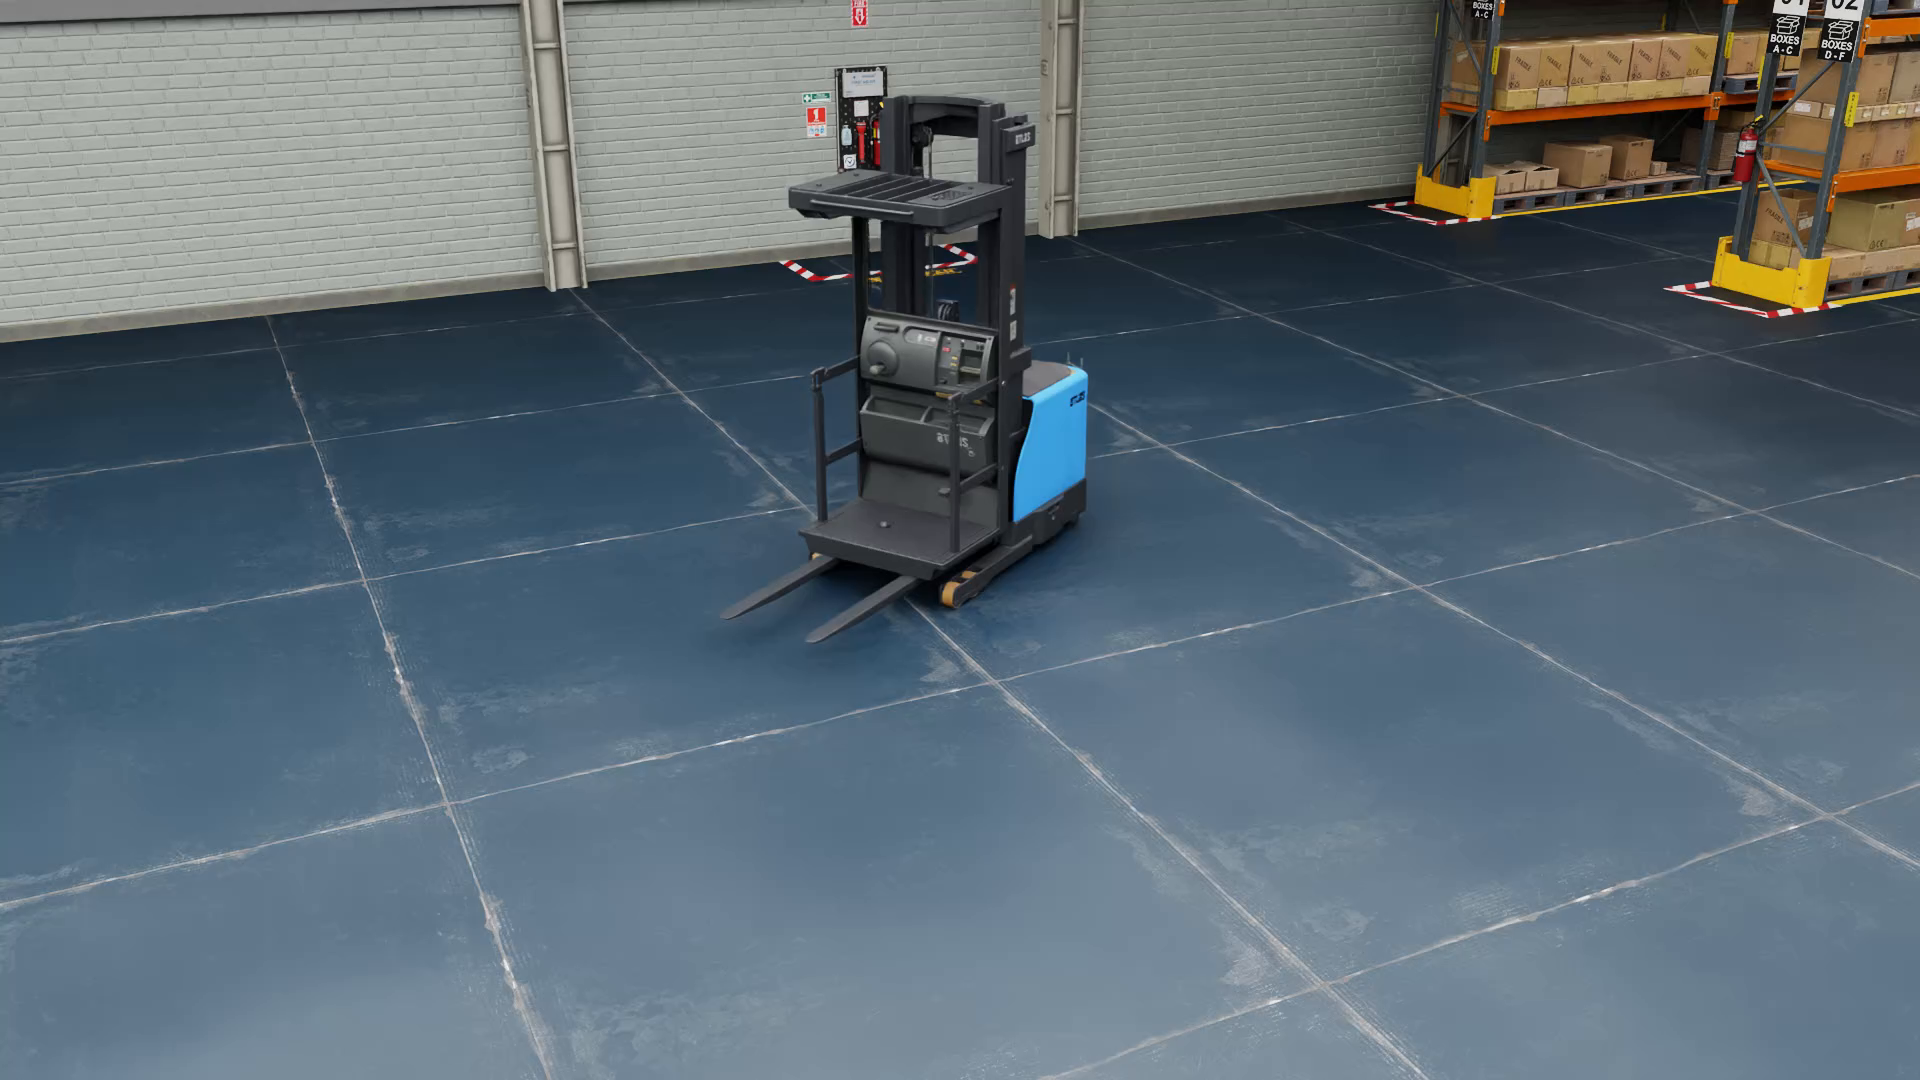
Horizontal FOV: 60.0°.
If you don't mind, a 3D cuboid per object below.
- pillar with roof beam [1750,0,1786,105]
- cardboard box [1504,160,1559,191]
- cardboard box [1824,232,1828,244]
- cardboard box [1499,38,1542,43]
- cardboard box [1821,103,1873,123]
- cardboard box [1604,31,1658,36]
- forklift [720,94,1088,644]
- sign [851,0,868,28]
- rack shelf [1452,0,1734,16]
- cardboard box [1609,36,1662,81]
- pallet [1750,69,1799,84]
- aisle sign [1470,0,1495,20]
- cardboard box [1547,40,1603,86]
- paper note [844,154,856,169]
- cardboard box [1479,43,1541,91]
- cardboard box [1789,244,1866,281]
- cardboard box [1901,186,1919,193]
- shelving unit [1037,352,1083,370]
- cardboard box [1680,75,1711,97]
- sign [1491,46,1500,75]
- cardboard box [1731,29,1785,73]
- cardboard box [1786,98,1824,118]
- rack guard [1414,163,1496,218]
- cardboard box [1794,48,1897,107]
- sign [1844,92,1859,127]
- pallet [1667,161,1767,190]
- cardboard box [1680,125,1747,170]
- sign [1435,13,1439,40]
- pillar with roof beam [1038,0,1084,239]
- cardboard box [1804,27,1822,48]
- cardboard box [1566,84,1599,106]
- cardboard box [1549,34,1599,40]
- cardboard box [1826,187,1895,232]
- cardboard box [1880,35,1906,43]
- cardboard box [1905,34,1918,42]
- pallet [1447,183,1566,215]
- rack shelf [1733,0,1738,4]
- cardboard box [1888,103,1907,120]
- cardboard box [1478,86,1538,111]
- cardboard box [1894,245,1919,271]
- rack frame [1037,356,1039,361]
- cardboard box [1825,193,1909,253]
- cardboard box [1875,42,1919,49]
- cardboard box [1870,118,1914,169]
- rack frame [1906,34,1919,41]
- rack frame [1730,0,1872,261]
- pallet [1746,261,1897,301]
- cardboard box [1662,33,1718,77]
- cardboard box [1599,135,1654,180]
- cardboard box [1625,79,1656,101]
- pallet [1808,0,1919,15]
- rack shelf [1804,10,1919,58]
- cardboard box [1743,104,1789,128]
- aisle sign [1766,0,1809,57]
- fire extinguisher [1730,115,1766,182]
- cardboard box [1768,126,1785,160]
[{"bbox_3d":[13.867,-8.376,19.719,0.400,9.000,9.100,-10,25,-24],"label":"pillar with roof beam"},{"bbox_3d":[7.514,-4.817,21.906,0.500,0.311,0.500,-8,24,-19],"label":"cardboard box"},{"bbox_3d":[9.291,-3.173,18.039,0.500,0.250,0.500,-10,25,-24],"label":"cardboard box"},{"bbox_3d":[7.129,-6.196,21.486,0.500,0.500,0.500,-10,25,-23],"label":"cardboard box"},{"bbox_3d":[8.937,-4.308,16.757,0.250,0.149,0.380,-11,25,-24],"label":"cardboard box"},{"bbox_3d":[8.961,-6.537,22.311,0.500,0.500,0.500,-11,25,-24],"label":"cardboard box"},{"bbox_3d":[-0.317,-1.134,10.158,1.130,2.935,3.031,13,26,29],"label":"forklift"},{"bbox_3d":[-1.106,-5.804,18.319,0.199,0.298,0.001,-10,25,-24],"label":"sign"},{"bbox_3d":[8.140,-7.063,21.410,4.000,0.370,1.077,-10,25,-24],"label":"rack shelf"},{"bbox_3d":[8.745,-6.278,21.685,0.500,0.500,0.500,-11,25,-25],"label":"cardboard box"},{"bbox_3d":[11.781,-6.574,23.460,1.213,0.211,1.003,-10,25,-24],"label":"pallet"},{"bbox_3d":[6.404,-6.764,20.269,0.004,0.787,0.394,-10,25,-24],"label":"aisle sign"},{"bbox_3d":[7.817,-6.102,21.259,0.500,0.500,0.500,-11,25,-25],"label":"cardboard box"},{"bbox_3d":[-1.245,-4.288,18.838,0.142,0.148,0.016,-10,25,-24],"label":"paper note"},{"bbox_3d":[6.899,-5.940,20.868,0.500,0.500,0.500,-10,25,-24],"label":"cardboard box"},{"bbox_3d":[9.070,-2.907,17.398,0.500,0.250,0.500,-10,25,-24],"label":"cardboard box"},{"bbox_3d":[10.423,-3.502,17.853,0.500,0.500,0.500,-10,25,-24],"label":"cardboard box"},{"bbox_3d":[0.696,-0.784,11.771,0.252,1.050,0.215,-11,25,-25],"label":"shelving unit"},{"bbox_3d":[9.647,-6.098,22.231,0.500,0.250,0.500,-10,25,-23],"label":"cardboard box"},{"bbox_3d":[6.574,-5.891,20.428,0.005,0.325,0.100,-10,25,-24],"label":"sign"},{"bbox_3d":[10.923,-6.754,22.938,0.500,0.500,0.700,-8,24,-18],"label":"cardboard box"},{"bbox_3d":[8.752,-4.446,17.091,0.250,0.149,0.380,-11,25,-25],"label":"cardboard box"},{"bbox_3d":[6.407,-4.536,21.554,0.348,0.500,1.175,-10,25,-24],"label":"rack guard"},{"bbox_3d":[8.964,-4.699,16.853,0.500,0.500,0.700,-10,25,-23],"label":"cardboard box"},{"bbox_3d":[8.725,-4.216,16.277,0.005,0.325,0.100,-10,25,-24],"label":"sign"},{"bbox_3d":[10.643,-5.183,23.494,1.213,0.211,1.003,-10,25,-24],"label":"pallet"},{"bbox_3d":[10.599,-5.518,23.351,0.500,0.500,0.700,-10,24,-22],"label":"cardboard box"},{"bbox_3d":[6.116,-6.554,21.233,0.005,0.325,0.100,-10,25,-24],"label":"sign"},{"bbox_3d":[3.055,-6.385,14.910,0.400,9.000,9.100,-10,25,-24],"label":"pillar with roof beam"},{"bbox_3d":[12.015,-6.959,23.433,0.500,0.500,0.700,-10,25,-24],"label":"cardboard box"},{"bbox_3d":[7.839,-5.763,21.420,0.500,0.250,0.500,-11,25,-24],"label":"cardboard box"},{"bbox_3d":[8.046,-6.367,21.898,0.500,0.500,0.500,-10,25,-23],"label":"cardboard box"},{"bbox_3d":[9.739,-3.604,18.100,0.500,0.500,0.500,-10,25,-24],"label":"cardboard box"},{"bbox_3d":[13.128,-7.173,23.951,0.500,0.500,0.700,-14,26,-30],"label":"cardboard box"},{"bbox_3d":[14.095,-7.190,24.153,0.500,0.500,0.500,-10,24,-22],"label":"cardboard box"},{"bbox_3d":[7.154,-4.525,21.905,1.213,0.211,1.003,-10,25,-24],"label":"pallet"},{"bbox_3d":[11.745,-7.727,23.013,4.000,0.370,1.077,-10,25,-24],"label":"rack shelf"},{"bbox_3d":[9.399,-4.394,16.964,0.250,0.149,0.380,-10,25,-23],"label":"cardboard box"},{"bbox_3d":[6.916,-5.589,21.001,0.500,0.250,0.500,-11,25,-25],"label":"cardboard box"},{"bbox_3d":[9.969,-3.074,17.801,0.500,0.250,0.500,-10,25,-24],"label":"cardboard box"},{"bbox_3d":[0.588,-0.763,11.719,0.008,1.050,0.200,-11,25,-25],"label":"rack frame"},{"bbox_3d":[9.520,-3.337,17.456,0.500,0.500,0.500,-10,25,-24],"label":"cardboard box"},{"bbox_3d":[9.889,-4.872,17.271,0.500,0.500,0.700,-10,25,-23],"label":"cardboard box"},{"bbox_3d":[9.387,-4.179,17.294,0.500,0.500,0.700,-10,24,-22],"label":"cardboard box"},{"bbox_3d":[13.547,-7.005,24.251,0.127,3.000,1.000,-10,25,-24],"label":"rack frame"},{"bbox_3d":[8.490,-3.971,16.922,0.127,3.000,1.000,-10,25,-24],"label":"rack frame"},{"bbox_3d":[9.161,-2.824,17.797,1.213,0.211,1.003,-10,25,-24],"label":"pallet"},{"bbox_3d":[9.651,-6.443,22.082,0.500,0.500,0.500,-10,25,-24],"label":"cardboard box"},{"bbox_3d":[9.025,-5.204,22.593,0.500,0.500,0.500,-12,26,-28],"label":"cardboard box"},{"bbox_3d":[8.748,-5.930,21.823,0.500,0.250,0.500,-11,25,-24],"label":"cardboard box"},{"bbox_3d":[9.138,-5.425,16.627,1.213,0.211,1.003,-10,25,-24],"label":"pallet"},{"bbox_3d":[10.292,-5.357,17.288,4.000,0.370,1.077,-10,25,-24],"label":"rack shelf"},{"bbox_3d":[11.461,-6.026,23.598,0.500,0.250,0.500,-11,25,-25],"label":"cardboard box"},{"bbox_3d":[8.304,-5.263,16.643,0.004,0.787,0.394,-10,25,-24],"label":"aisle sign"},{"bbox_3d":[8.182,-4.076,17.276,0.183,0.674,0.296,-10,25,-24],"label":"fire extinguisher"},{"bbox_3d":[11.520,-5.691,23.770,0.500,0.500,0.700,-10,25,-23],"label":"cardboard box"}]
